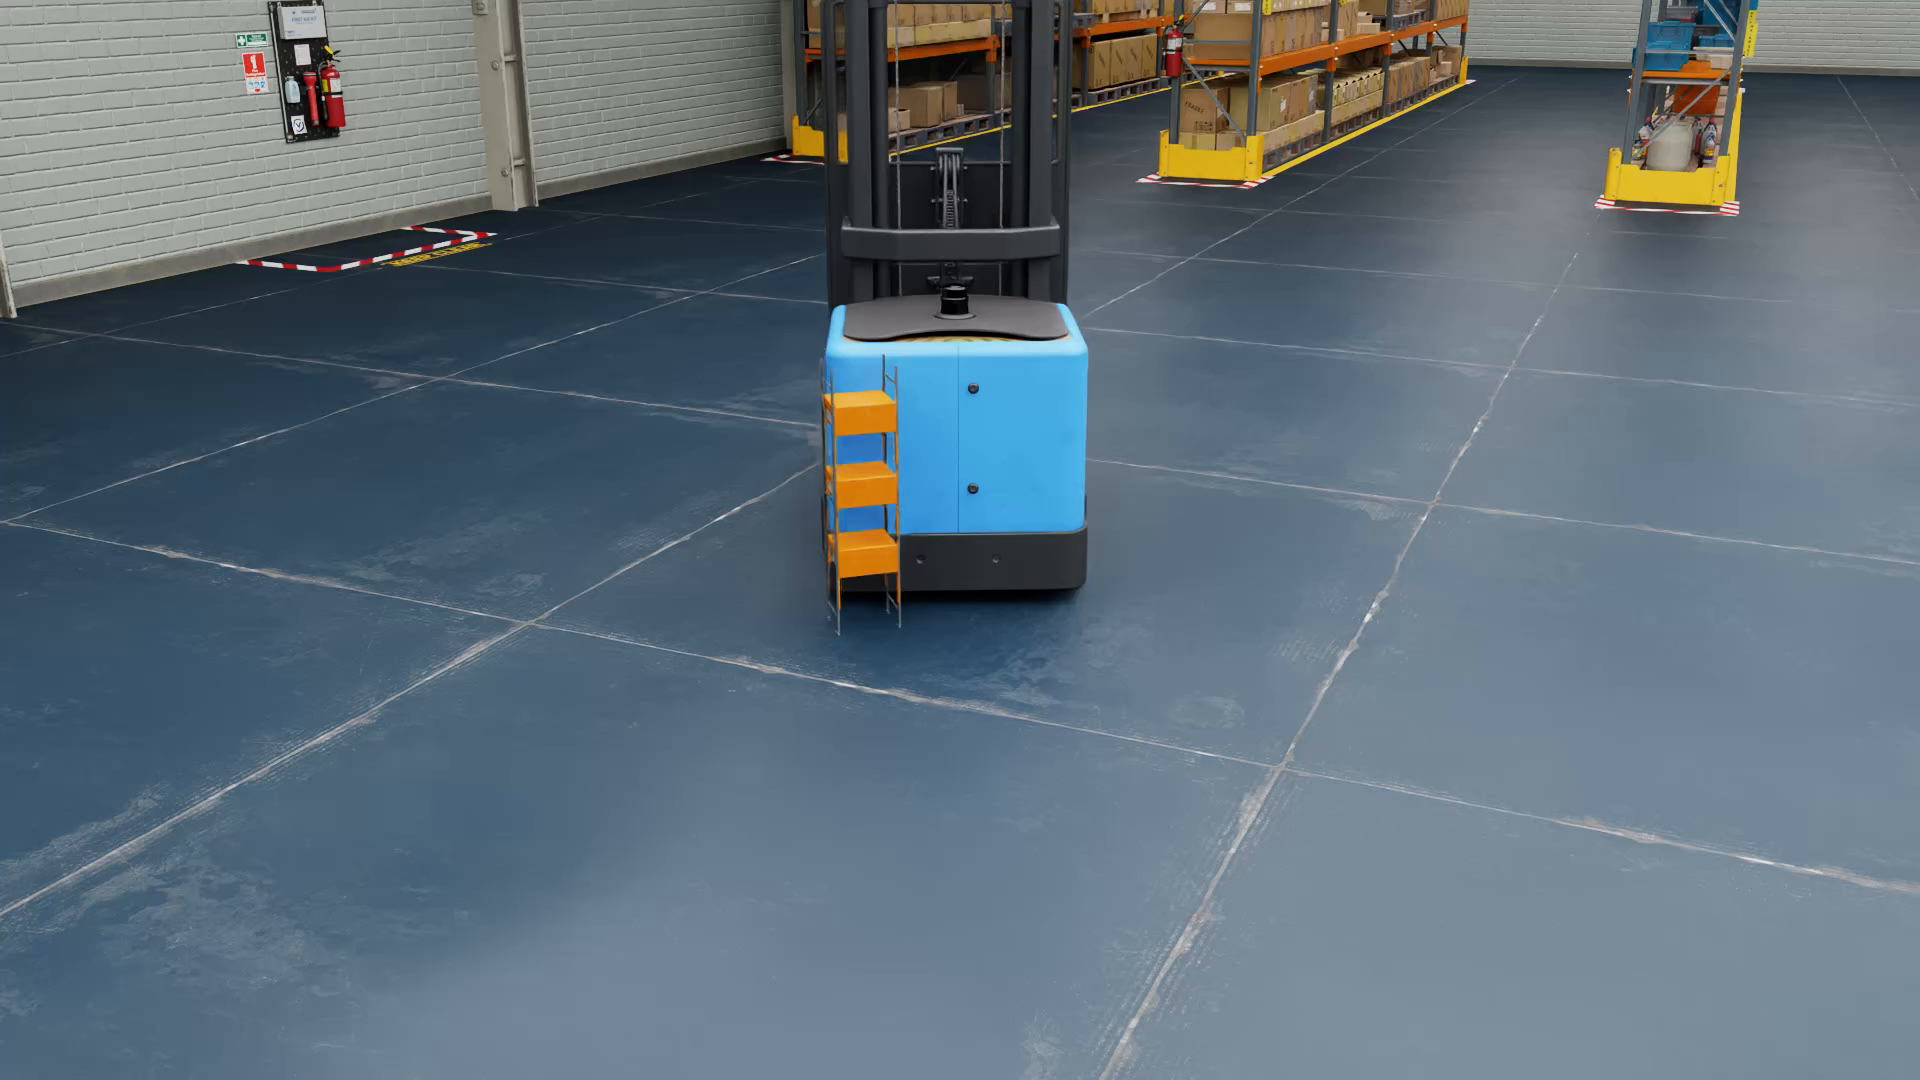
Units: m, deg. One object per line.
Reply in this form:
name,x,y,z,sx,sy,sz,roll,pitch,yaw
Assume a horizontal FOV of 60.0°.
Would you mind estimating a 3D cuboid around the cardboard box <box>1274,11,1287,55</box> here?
cardboard box,3.535,-6.146,20.125,0.700,0.500,0.500,9,21,23

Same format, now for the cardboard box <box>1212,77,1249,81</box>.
cardboard box,3.463,-5.567,21.002,0.500,0.500,0.500,9,21,23

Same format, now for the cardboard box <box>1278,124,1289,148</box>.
cardboard box,3.742,-4.988,20.494,0.500,0.250,0.500,9,21,23

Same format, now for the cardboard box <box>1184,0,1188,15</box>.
cardboard box,3.847,-10.520,32.125,0.980,0.700,0.700,8,21,21

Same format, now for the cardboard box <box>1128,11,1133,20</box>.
cardboard box,2.866,-9.359,29.654,0.380,0.149,0.250,8,21,21

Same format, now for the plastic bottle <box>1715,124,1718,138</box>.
plastic bottle,9.173,-4.923,20.232,0.061,0.283,0.133,10,22,25

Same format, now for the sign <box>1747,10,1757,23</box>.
sign,9.566,-6.239,20.123,0.100,0.325,0.005,9,21,23

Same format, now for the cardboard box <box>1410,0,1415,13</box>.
cardboard box,7.160,-9.011,27.553,0.700,0.500,0.500,3,20,9

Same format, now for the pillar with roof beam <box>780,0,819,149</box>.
pillar with roof beam,1.817,-8.893,19.045,9.100,9.000,0.400,9,21,23

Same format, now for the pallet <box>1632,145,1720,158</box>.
pallet,8.756,-4.674,20.297,1.003,0.211,1.213,9,21,23

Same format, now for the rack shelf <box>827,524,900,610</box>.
rack shelf,-0.380,0.103,6.473,0.240,0.259,0.215,-6,20,-16

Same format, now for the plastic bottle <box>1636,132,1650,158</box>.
plastic bottle,7.911,-4.584,19.290,0.152,0.276,0.135,9,21,23

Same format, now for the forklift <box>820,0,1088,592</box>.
forklift,-0.067,-1.617,7.641,1.130,2.935,3.031,-1,20,-2

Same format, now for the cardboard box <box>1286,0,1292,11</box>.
cardboard box,3.796,-6.483,20.104,0.380,0.149,0.250,8,21,22

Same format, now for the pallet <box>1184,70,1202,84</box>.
pallet,4.187,-9.275,33.233,1.003,0.211,1.213,9,21,23

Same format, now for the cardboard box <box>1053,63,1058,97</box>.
cardboard box,1.421,-7.572,27.358,0.700,0.500,0.500,9,21,23

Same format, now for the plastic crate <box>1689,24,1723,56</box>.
plastic crate,8.738,-6.016,20.001,0.767,0.338,0.504,9,21,23

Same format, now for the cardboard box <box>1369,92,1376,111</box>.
cardboard box,5.988,-6.641,25.144,0.500,0.250,0.500,8,21,22

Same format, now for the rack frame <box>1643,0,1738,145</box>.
rack frame,9.069,-6.188,20.391,1.000,3.000,0.127,9,21,23

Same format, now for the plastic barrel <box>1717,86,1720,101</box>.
plastic barrel,11.354,-6.969,25.561,0.600,0.588,0.708,9,21,23

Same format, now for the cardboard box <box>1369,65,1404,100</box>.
cardboard box,6.846,-7.382,26.822,0.500,0.500,0.500,8,21,21

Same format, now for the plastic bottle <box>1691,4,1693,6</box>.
plastic bottle,11.888,-8.535,27.064,0.144,0.351,0.185,9,21,23

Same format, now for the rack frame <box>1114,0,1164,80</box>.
rack frame,3.306,-9.993,31.090,1.000,3.000,0.127,9,21,23

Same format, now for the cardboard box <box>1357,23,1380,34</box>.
cardboard box,6.073,-7.660,24.906,0.380,0.149,0.250,9,21,23

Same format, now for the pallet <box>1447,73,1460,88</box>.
pallet,9.108,-8.956,32.337,1.003,0.211,1.213,9,21,23

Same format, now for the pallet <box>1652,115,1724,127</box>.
pallet,10.354,-5.865,23.646,1.003,0.211,1.213,9,21,23

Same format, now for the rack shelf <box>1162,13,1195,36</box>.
rack shelf,4.125,-10.265,32.930,1.077,0.370,4.000,9,21,23

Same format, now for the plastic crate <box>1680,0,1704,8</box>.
plastic crate,12.225,-8.844,27.793,0.392,0.384,0.575,9,21,23

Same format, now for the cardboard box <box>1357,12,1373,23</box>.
cardboard box,6.000,-7.944,25.463,0.500,0.311,0.500,10,22,26

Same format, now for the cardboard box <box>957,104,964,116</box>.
cardboard box,-0.161,-6.252,24.143,0.380,0.166,0.250,6,20,16

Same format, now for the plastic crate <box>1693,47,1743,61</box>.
plastic crate,8.635,-5.532,18.942,0.530,0.136,0.437,9,21,23

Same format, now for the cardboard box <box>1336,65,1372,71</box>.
cardboard box,6.358,-7.439,26.984,0.500,0.500,0.500,9,22,25

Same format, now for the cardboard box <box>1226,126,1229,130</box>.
cardboard box,3.057,-4.907,20.267,0.500,0.250,0.500,9,21,23

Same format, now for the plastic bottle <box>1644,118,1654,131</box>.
plastic bottle,8.360,-4.957,20.228,0.144,0.351,0.185,9,22,24

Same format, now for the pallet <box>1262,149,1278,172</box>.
pallet,3.188,-4.572,20.008,1.003,0.211,1.213,9,21,23

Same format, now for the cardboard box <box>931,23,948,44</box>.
cardboard box,-0.495,-6.839,22.415,0.500,0.250,0.500,9,21,23

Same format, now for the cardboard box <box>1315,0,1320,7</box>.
cardboard box,4.427,-6.953,21.426,0.380,0.149,0.250,8,21,21

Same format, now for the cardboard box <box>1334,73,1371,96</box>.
cardboard box,5.783,-6.750,24.613,0.500,0.311,0.500,8,21,22

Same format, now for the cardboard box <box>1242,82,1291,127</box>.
cardboard box,3.732,-5.343,20.373,0.500,0.500,0.500,9,21,23

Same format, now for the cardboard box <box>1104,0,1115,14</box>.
cardboard box,2.324,-9.239,28.347,0.500,0.500,0.500,9,22,24

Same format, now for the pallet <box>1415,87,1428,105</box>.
pallet,7.529,-7.746,28.936,1.003,0.211,1.213,9,21,23

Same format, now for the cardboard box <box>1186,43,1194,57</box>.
cardboard box,4.339,-9.701,33.374,0.700,0.500,0.500,8,21,21

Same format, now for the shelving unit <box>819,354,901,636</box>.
shelving unit,-0.380,-0.169,6.376,0.252,1.050,0.215,-6,20,-16

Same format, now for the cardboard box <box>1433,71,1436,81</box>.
cardboard box,8.542,-8.551,30.608,0.380,0.166,0.250,9,21,23

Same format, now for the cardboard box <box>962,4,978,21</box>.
cardboard box,-0.080,-7.499,23.153,0.500,0.500,0.500,8,21,22

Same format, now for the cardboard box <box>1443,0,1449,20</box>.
cardboard box,8.491,-9.637,29.940,0.500,0.500,0.500,9,21,24

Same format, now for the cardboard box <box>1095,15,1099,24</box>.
cardboard box,2.126,-8.806,28.098,0.380,0.149,0.250,9,21,23

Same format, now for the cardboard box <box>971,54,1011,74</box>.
cardboard box,0.494,-7.292,25.452,0.500,0.250,0.500,8,21,22

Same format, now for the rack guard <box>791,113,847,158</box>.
rack guard,-1.576,-5.170,21.260,1.175,0.500,0.348,9,21,23

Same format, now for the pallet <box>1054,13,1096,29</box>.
pallet,1.474,-8.447,27.030,1.213,0.211,1.003,9,21,23

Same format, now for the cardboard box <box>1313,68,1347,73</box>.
cardboard box,5.707,-7.138,25.703,0.500,0.311,0.500,9,22,25

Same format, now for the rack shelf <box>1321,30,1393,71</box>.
rack shelf,5.370,-7.141,24.145,1.077,0.370,4.000,9,21,23
